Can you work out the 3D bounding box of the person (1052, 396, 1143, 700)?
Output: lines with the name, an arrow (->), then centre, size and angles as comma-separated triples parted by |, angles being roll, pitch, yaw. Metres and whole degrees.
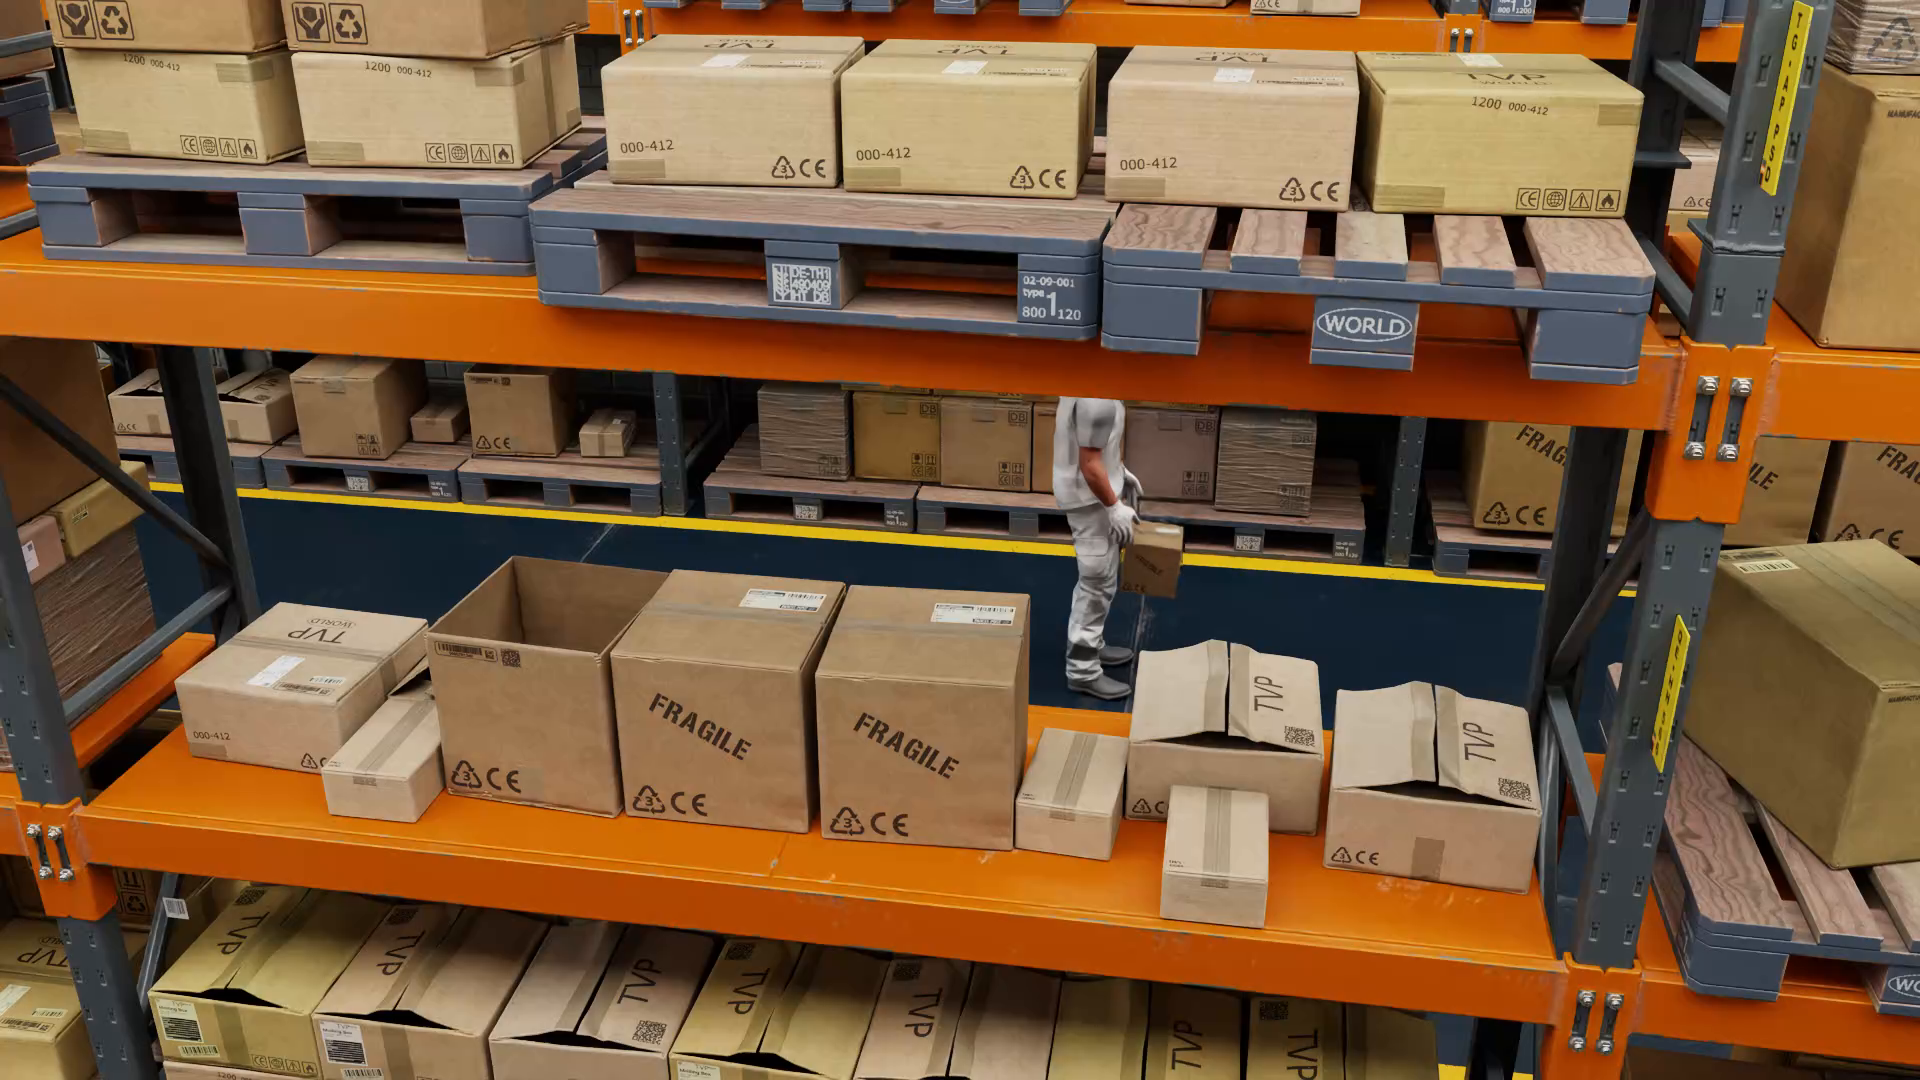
person -> 0.614, -0.190, 7.431 | 0.404, 1.787, 0.547 | 3, 25, 7
